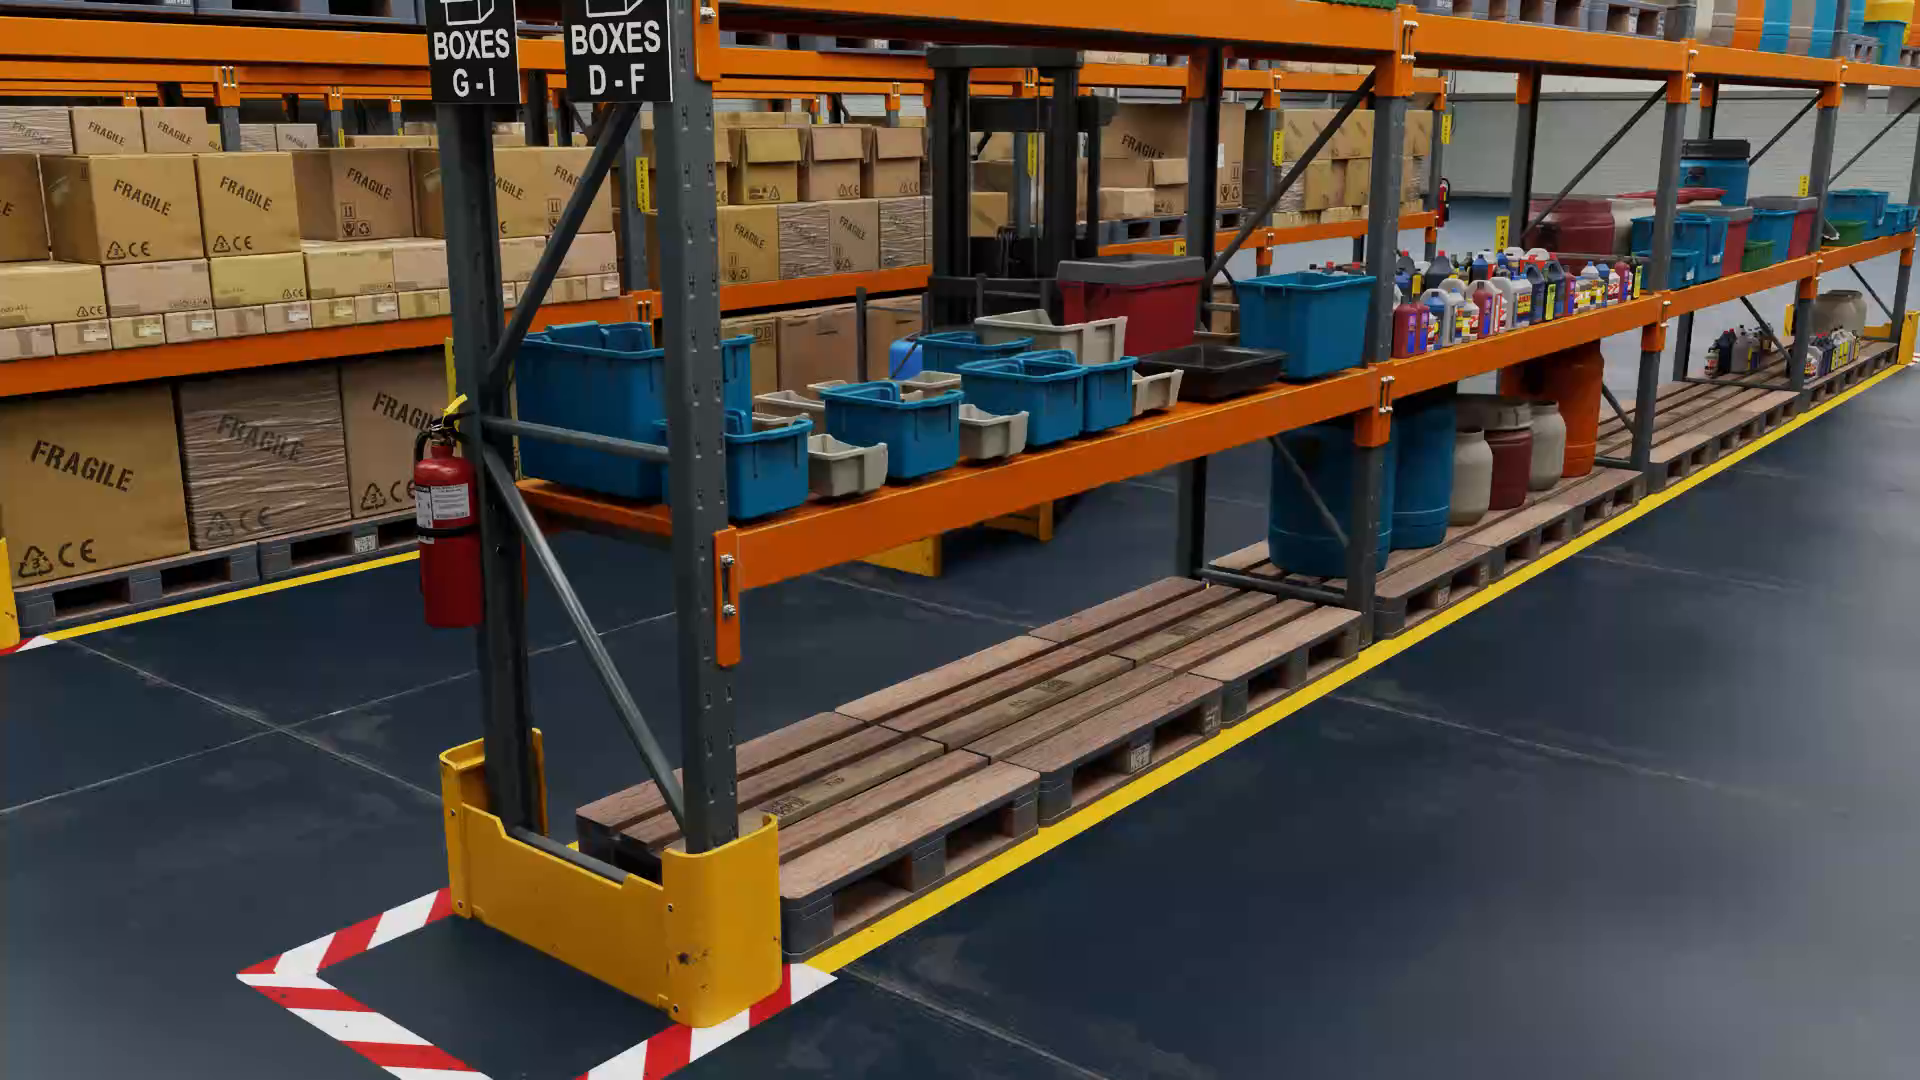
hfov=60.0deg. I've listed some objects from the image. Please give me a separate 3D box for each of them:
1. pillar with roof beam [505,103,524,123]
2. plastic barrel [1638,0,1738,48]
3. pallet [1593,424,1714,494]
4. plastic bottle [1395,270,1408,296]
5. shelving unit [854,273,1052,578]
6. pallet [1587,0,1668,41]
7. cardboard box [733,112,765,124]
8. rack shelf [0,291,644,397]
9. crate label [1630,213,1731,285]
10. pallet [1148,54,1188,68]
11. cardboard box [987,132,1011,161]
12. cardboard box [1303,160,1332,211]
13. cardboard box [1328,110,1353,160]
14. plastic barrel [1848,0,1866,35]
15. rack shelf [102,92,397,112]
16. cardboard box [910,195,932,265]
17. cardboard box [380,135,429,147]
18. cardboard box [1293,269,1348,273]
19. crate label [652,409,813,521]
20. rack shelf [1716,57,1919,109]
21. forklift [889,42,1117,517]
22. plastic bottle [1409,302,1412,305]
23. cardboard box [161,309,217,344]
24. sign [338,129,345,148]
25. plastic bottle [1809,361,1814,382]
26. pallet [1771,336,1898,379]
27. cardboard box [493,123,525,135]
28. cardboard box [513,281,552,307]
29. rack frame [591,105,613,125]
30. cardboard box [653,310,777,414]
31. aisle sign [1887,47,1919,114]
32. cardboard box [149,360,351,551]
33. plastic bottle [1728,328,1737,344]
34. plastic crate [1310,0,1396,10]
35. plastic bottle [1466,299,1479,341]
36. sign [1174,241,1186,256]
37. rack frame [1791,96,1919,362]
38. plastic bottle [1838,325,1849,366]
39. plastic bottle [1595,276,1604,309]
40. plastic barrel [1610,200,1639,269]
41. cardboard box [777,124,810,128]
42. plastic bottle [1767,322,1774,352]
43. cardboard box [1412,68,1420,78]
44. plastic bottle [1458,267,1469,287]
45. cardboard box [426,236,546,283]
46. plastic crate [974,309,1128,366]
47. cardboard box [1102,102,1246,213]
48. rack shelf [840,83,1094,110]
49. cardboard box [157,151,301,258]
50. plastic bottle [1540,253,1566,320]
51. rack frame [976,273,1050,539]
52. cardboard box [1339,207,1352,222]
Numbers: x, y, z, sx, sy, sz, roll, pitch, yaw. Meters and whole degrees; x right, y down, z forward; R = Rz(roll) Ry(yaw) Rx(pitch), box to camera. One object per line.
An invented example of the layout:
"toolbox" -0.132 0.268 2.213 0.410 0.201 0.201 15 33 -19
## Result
"pillar with roof beam" -4.190 -8.645 25.378 9.100 9.000 0.400 11 18 38
"plastic barrel" 4.681 -3.619 10.665 0.600 0.901 0.600 0 14 0
"pallet" 4.513 -0.589 11.513 1.003 0.211 1.213 11 18 38
"plastic bottle" 2.364 -1.316 8.974 0.097 0.271 0.097 0 14 0
"shelving unit" -0.029 -0.672 9.224 0.587 1.500 1.083 11 18 38
"pallet" 3.439 -3.029 9.746 1.003 0.211 1.213 11 18 38
"cardboard box" -3.252 -5.967 24.180 0.700 0.500 0.500 11 18 37
"rack shelf" -3.628 -1.067 9.192 1.077 0.370 4.000 11 18 38
"crate label" 4.831 -1.964 11.189 0.502 0.435 0.616 11 18 38
"pallet" 1.537 -4.393 15.112 1.213 0.211 1.003 11 18 38
"cardboard box" 0.150 -5.087 21.059 0.875 0.550 0.500 11 18 38
"cardboard box" 3.330 -3.690 17.250 0.875 0.500 0.500 11 18 38
"cardboard box" 3.766 -4.246 17.409 0.500 0.500 0.500 11 18 38
"plastic barrel" 7.219 -4.639 13.827 0.600 0.901 0.708 11 18 38
"rack shelf" -10.171 -6.354 23.911 1.077 0.370 4.000 11 18 38
"cardboard box" -0.292 -2.386 12.719 0.500 0.500 0.500 11 18 37
"cardboard box" -6.780 -4.646 20.158 0.500 0.500 0.500 12 19 40
"cardboard box" 4.009 -2.735 18.521 0.500 0.500 0.500 14 20 43
"crate label" -0.621 -0.210 4.577 0.416 0.233 0.303 11 18 38
"rack shelf" 7.767 -4.052 14.852 1.077 0.370 4.000 11 18 38
"forklift" 0.419 -1.878 11.064 1.130 2.935 3.031 4 15 14
"plastic bottle" 2.190 -1.051 8.073 0.097 0.201 0.097 0 14 0
"cardboard box" -3.921 -1.076 8.278 0.380 0.149 0.250 11 18 37
"sign" -7.131 -4.574 19.185 0.100 0.325 0.005 11 18 38
"plastic bottle" 7.115 -1.434 13.965 0.097 0.201 0.097 0 14 0
"pallet" 8.498 -1.802 16.289 1.003 0.211 1.213 11 18 38
"cardboard box" -5.742 -5.261 21.264 0.380 0.149 0.250 10 18 35
"cardboard box" -2.631 -1.469 9.825 0.380 0.149 0.250 11 18 37
"rack frame" -5.051 -4.864 22.679 1.000 3.000 0.127 11 18 38
"cardboard box" -1.984 -1.098 11.316 1.225 0.875 0.875 11 18 38
"aisle sign" 9.300 -4.558 16.194 0.394 0.787 0.004 11 18 38
"cardboard box" -3.973 -0.516 9.023 0.875 0.875 0.875 11 18 38
"plastic bottle" 6.811 -1.698 14.703 0.144 0.351 0.185 10 17 35
"plastic crate" 1.451 -2.255 6.747 0.450 0.188 0.662 11 18 38
"plastic bottle" 2.515 -1.091 8.229 0.097 0.201 0.097 0 14 0
"sign" 1.055 -1.252 7.896 0.100 0.325 0.005 11 18 38
"rack frame" 9.024 -3.330 16.640 1.000 3.000 0.127 11 18 38
"plastic bottle" 7.843 -1.737 14.856 0.144 0.351 0.185 12 19 40
"plastic bottle" 3.658 -1.439 9.599 0.097 0.201 0.097 0 14 0
"plastic barrel" 4.476 -2.083 11.501 0.421 0.512 0.421 0 14 0
"cardboard box" -2.084 -4.359 18.457 0.700 0.500 0.500 11 18 38
"plastic bottle" 7.642 -1.922 15.745 0.097 0.271 0.097 0 14 0
"cardboard box" 4.754 -5.250 18.410 0.500 0.250 0.500 11 18 38
"plastic bottle" 3.004 -1.537 9.985 0.097 0.201 0.097 0 14 0
"cardboard box" -2.767 -1.646 9.709 0.500 0.250 0.500 12 19 39
"plastic crate" 0.379 -0.740 6.562 0.437 0.282 0.530 11 18 38
"cardboard box" 2.049 -3.695 16.003 1.000 1.000 1.000 11 18 38
"rack shelf" 0.120 -5.606 20.967 1.077 0.370 4.000 11 18 38
"cardboard box" -3.738 -1.714 8.454 0.500 0.500 0.500 11 18 36
"plastic bottle" 3.223 -1.388 9.094 0.144 0.351 0.185 11 18 38
"rack frame" 0.300 -0.771 9.611 0.500 1.500 0.032 11 18 38
"cardboard box" 3.959 -3.493 17.791 0.380 0.149 0.250 11 18 38
